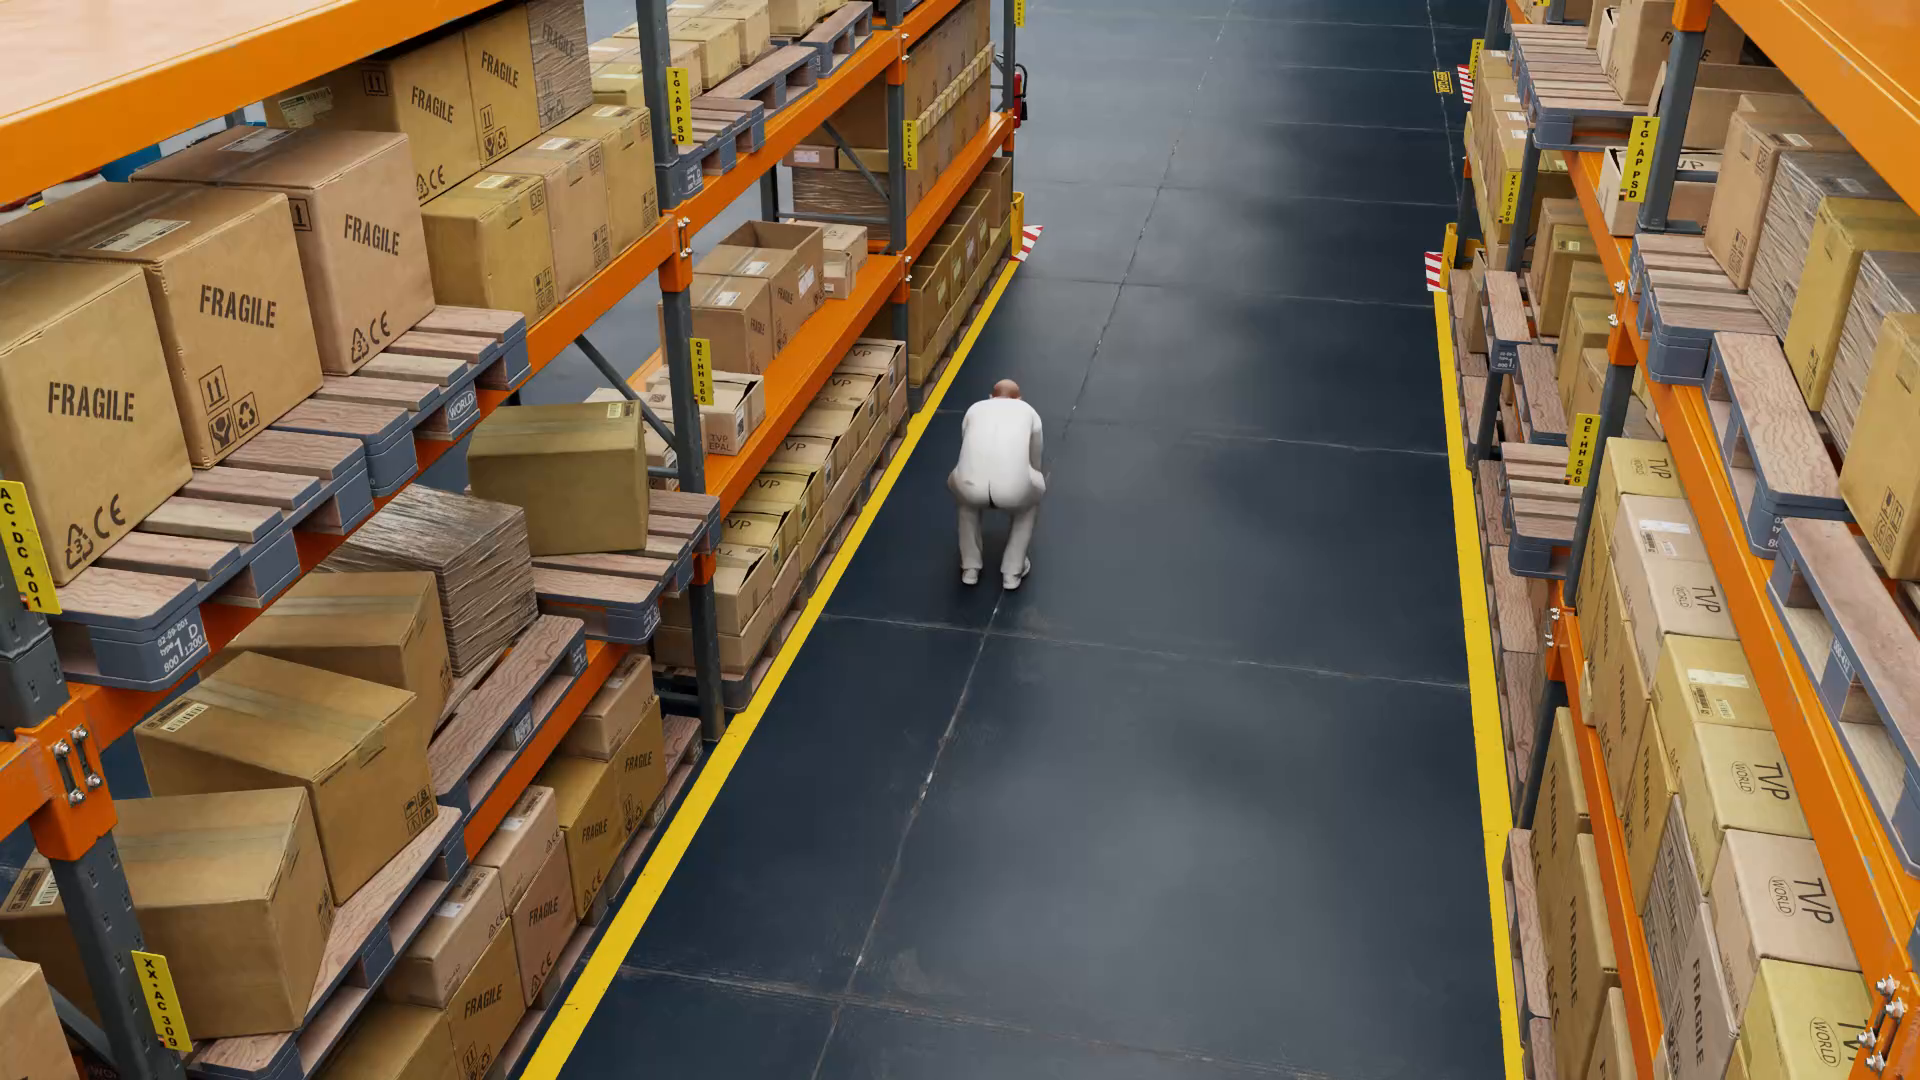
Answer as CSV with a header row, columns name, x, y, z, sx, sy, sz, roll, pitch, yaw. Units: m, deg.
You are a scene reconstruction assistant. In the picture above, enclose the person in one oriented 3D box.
name,x,y,z,sx,sy,sz,roll,pitch,yaw
person,0.238,-0.331,10.016,0.593,1.048,0.942,4,29,8
